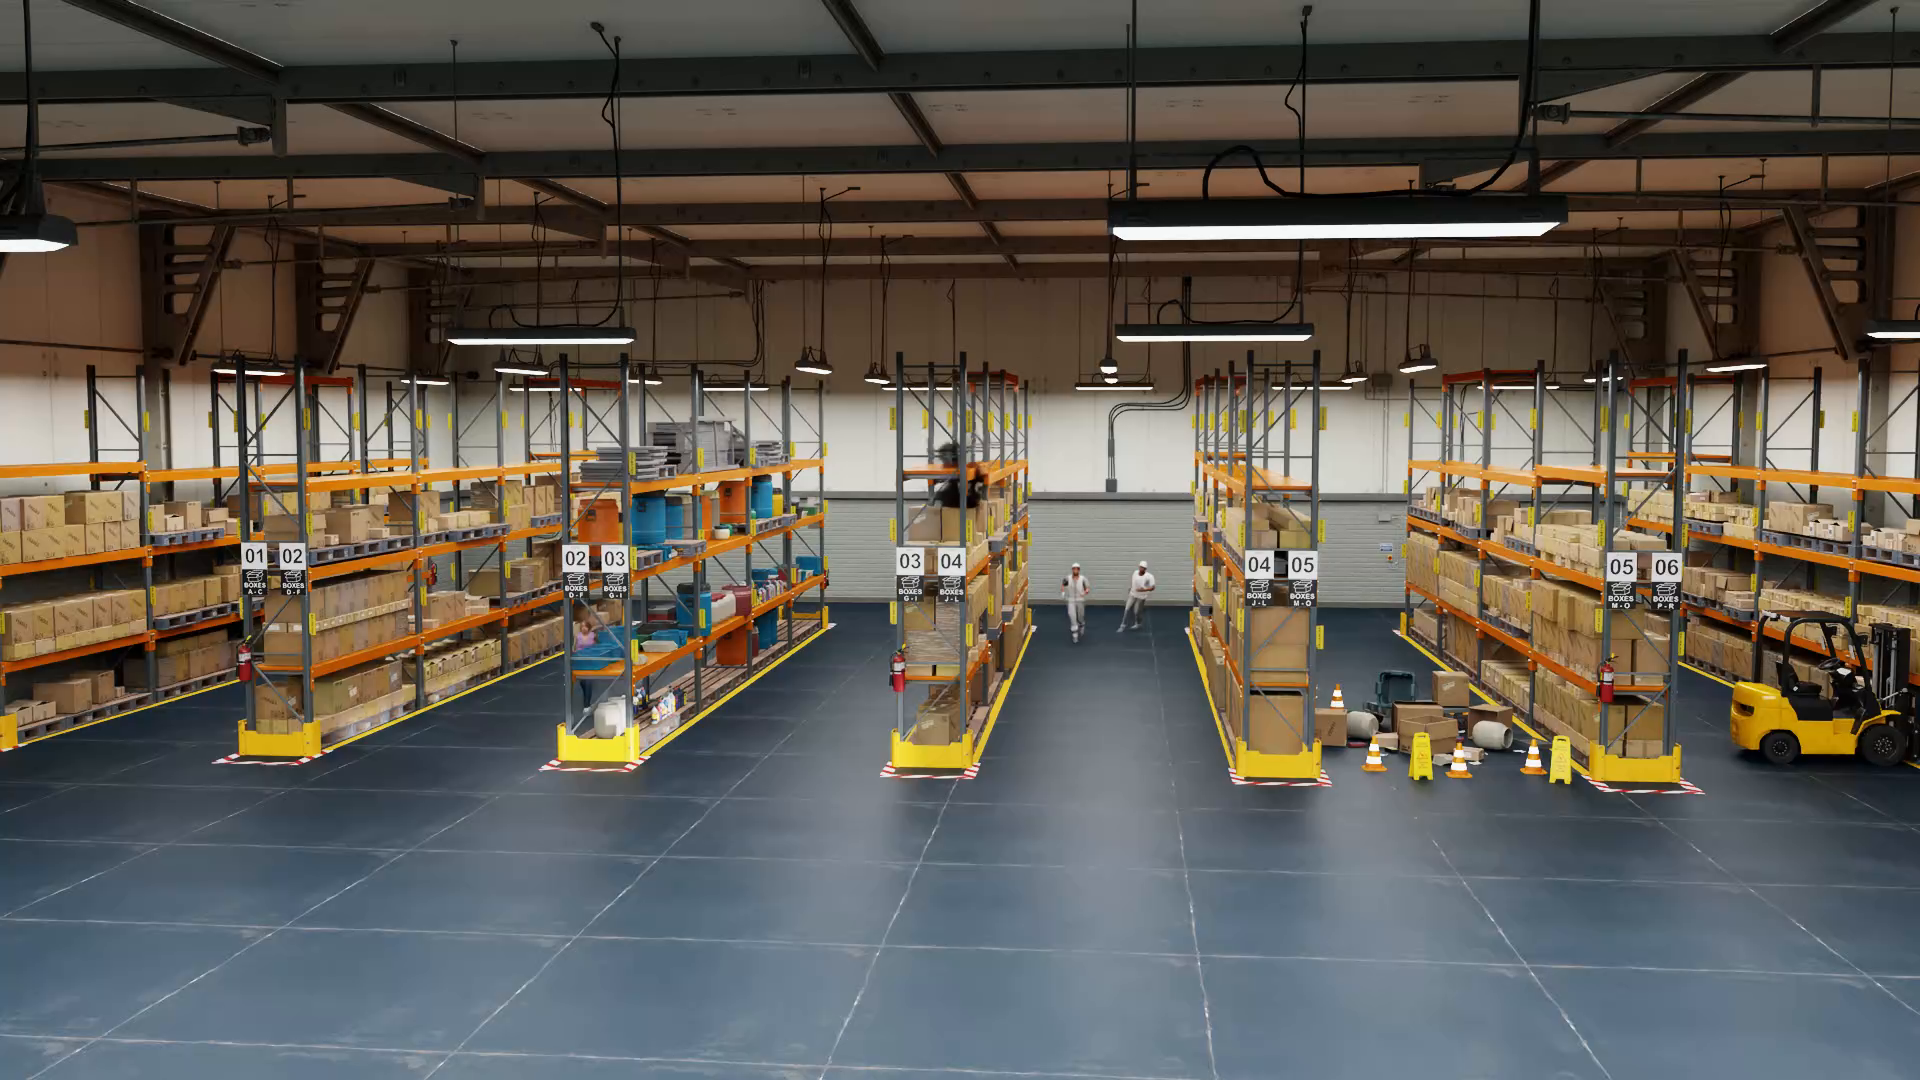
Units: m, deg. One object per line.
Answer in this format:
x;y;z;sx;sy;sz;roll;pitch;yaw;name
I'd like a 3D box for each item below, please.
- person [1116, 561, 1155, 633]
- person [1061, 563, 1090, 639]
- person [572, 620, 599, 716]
4.252;1.351;39.511;0.835;1.731;0.834;3;5;34;person
2.640;1.379;37.981;0.665;1.709;0.781;0;4;5;person
-6.400;2.160;28.475;0.537;1.596;0.878;0;4;-1;person
